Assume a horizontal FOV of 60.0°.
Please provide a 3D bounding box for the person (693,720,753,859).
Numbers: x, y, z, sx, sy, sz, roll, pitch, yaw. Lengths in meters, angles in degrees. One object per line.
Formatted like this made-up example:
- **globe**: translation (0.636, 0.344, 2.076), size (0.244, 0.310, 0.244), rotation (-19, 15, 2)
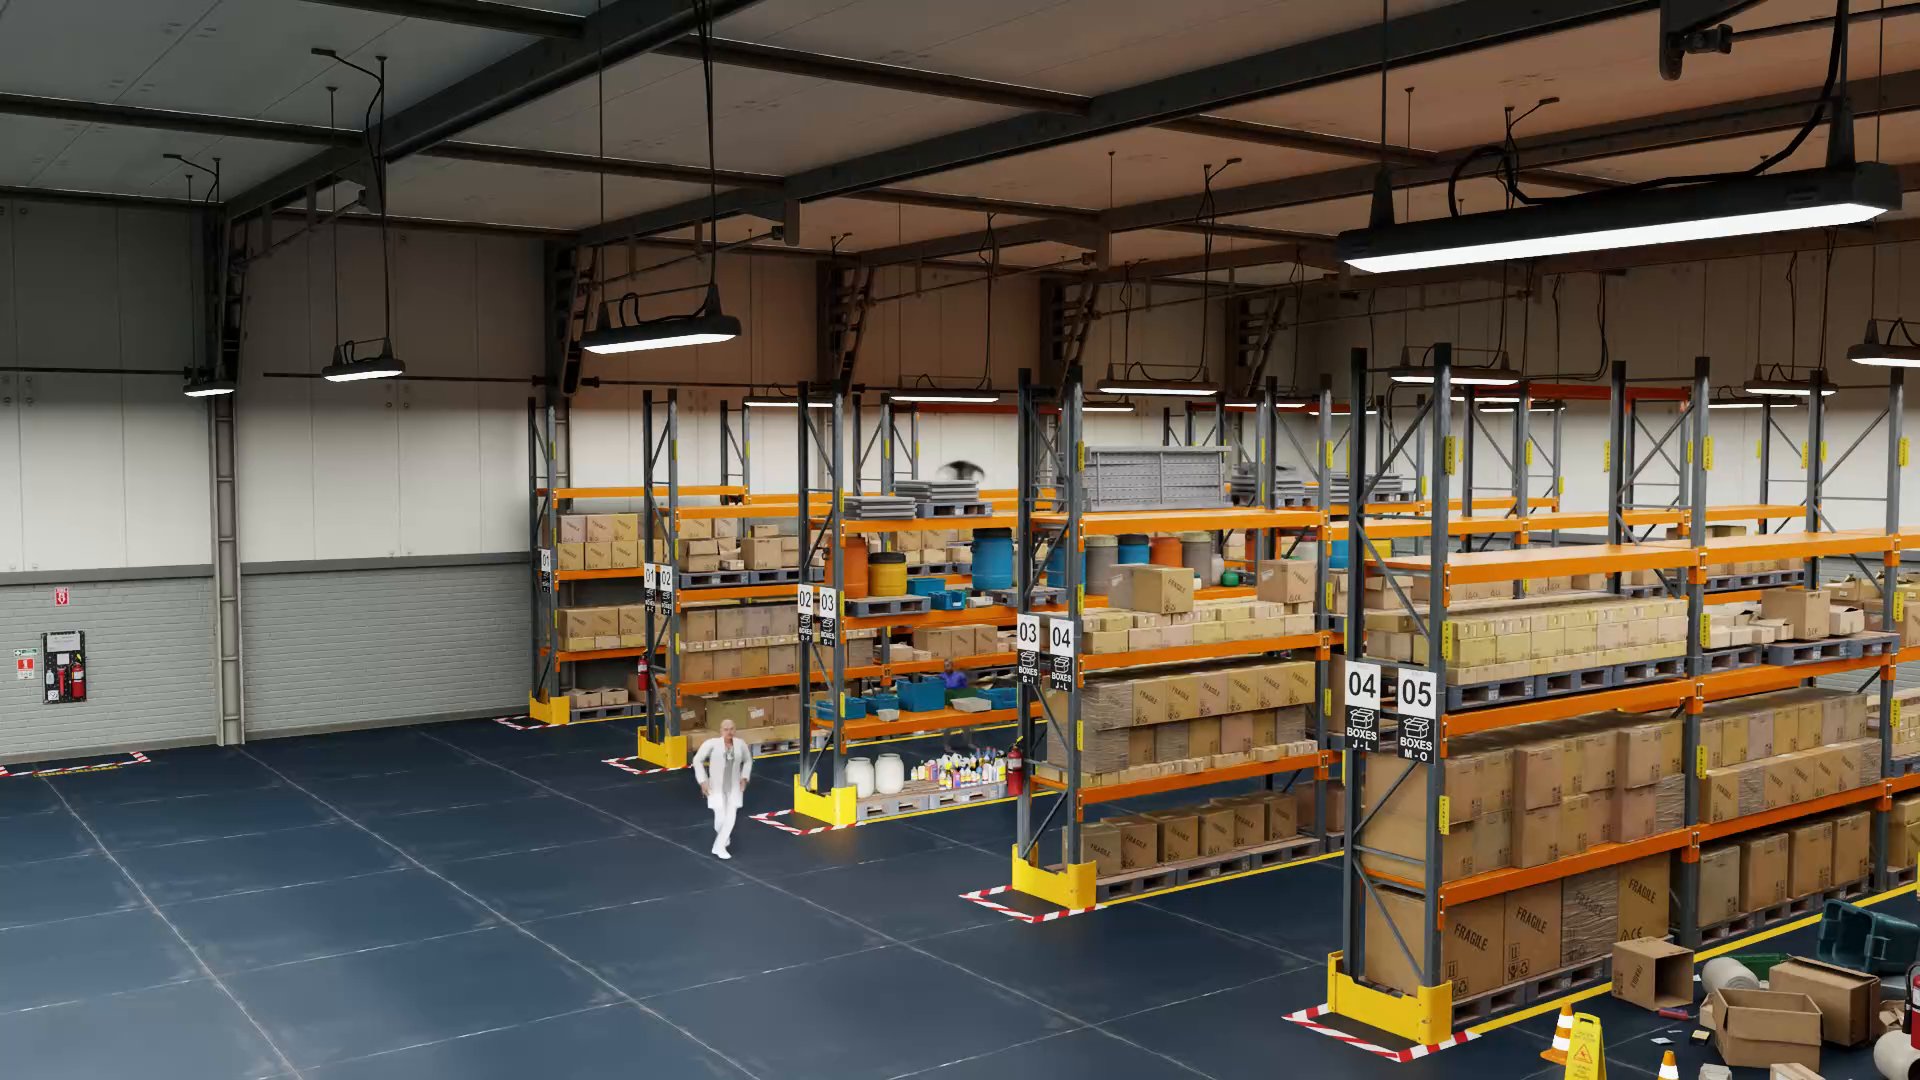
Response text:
- **person**: translation (-2.961, 3.077, 20.752), size (0.755, 1.727, 0.655), rotation (-1, 4, -19)

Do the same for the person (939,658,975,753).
- **person**: translation (-0.069, 2.762, 27.775), size (0.643, 1.587, 0.768), rotation (0, 3, 2)
